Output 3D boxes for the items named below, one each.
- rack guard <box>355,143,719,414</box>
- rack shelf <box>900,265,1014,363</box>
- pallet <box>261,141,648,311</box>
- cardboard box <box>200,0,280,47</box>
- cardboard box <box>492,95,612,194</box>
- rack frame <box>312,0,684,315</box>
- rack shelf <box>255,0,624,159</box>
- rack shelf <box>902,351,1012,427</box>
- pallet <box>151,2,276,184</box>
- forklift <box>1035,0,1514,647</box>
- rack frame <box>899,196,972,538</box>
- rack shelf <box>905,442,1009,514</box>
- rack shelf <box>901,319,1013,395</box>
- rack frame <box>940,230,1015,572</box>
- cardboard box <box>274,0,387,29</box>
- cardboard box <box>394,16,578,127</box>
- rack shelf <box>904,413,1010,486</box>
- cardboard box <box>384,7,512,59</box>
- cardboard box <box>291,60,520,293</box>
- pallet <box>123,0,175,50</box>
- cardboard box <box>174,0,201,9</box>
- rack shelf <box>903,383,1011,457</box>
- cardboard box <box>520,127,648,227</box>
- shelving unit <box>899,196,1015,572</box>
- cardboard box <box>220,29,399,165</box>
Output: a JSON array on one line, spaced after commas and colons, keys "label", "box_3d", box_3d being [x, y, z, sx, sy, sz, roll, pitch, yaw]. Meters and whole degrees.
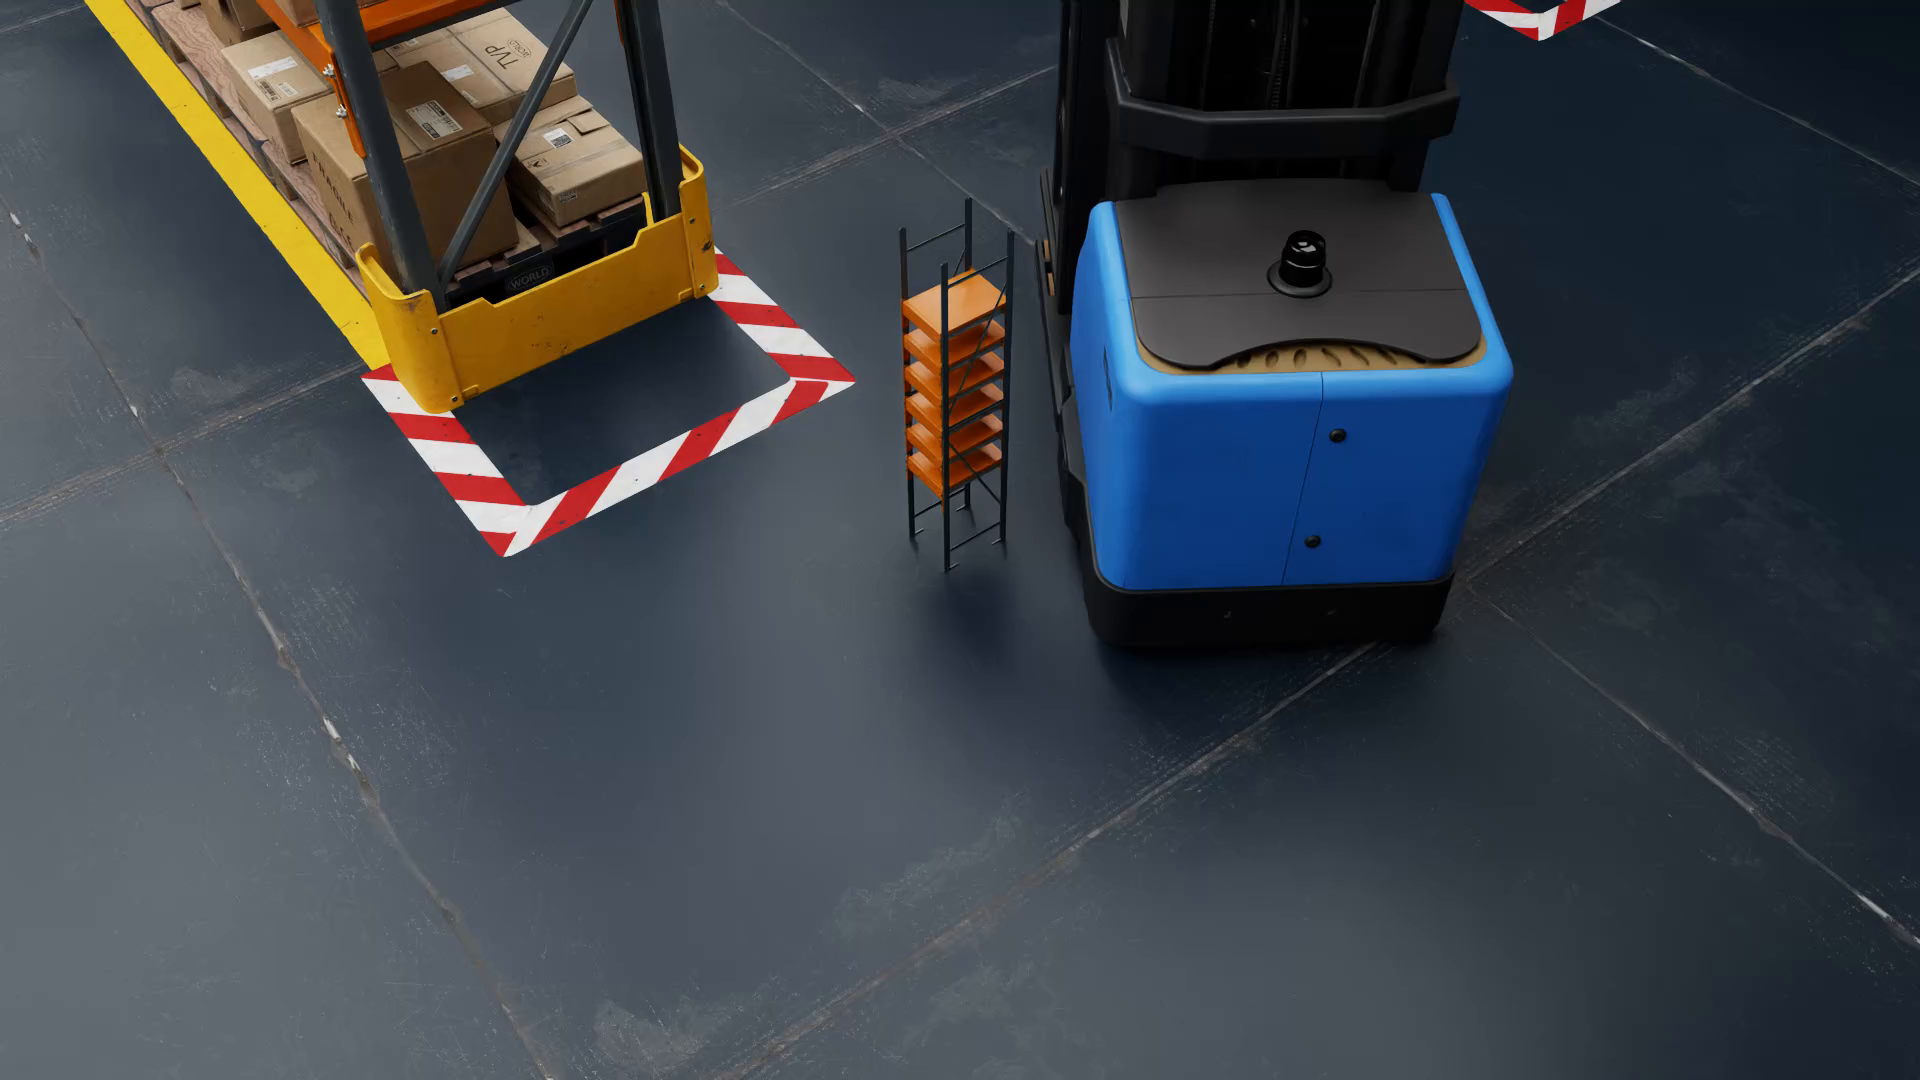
[{"label": "rack guard", "box_3d": [-1.428, -0.939, 5.763, 1.175, 0.500, 0.348, -29, 54, -24]}, {"label": "rack shelf", "box_3d": [-0.009, -0.623, 4.579, 0.258, 0.103, 0.180, -29, 54, -24]}, {"label": "pallet", "box_3d": [-1.911, -1.311, 6.296, 1.003, 0.211, 1.213, -29, 54, -24]}, {"label": "cardboard box", "box_3d": [-2.662, -2.296, 6.695, 0.797, 0.503, 0.637, -29, 54, -24]}, {"label": "cardboard box", "box_3d": [-1.513, -1.478, 6.181, 0.380, 0.166, 0.250, -29, 54, -24]}, {"label": "rack frame", "box_3d": [-1.382, -1.733, 4.797, 1.000, 3.000, 0.127, -29, 54, -24]}, {"label": "rack shelf", "box_3d": [-2.593, -2.671, 6.132, 1.077, 0.370, 4.000, -29, 54, -24]}, {"label": "rack shelf", "box_3d": [-0.009, -0.462, 4.757, 0.258, 0.103, 0.180, -29, 54, -24]}, {"label": "pallet", "box_3d": [-2.646, -2.030, 6.948, 1.003, 0.211, 1.213, -29, 54, -24]}, {"label": "forklift", "box_3d": [0.850, -1.758, 4.865, 1.130, 2.935, 3.031, -2, 48, -2]}, {"label": "rack frame", "box_3d": [-0.064, -0.465, 4.862, 0.240, 1.200, 0.006, -29, 54, -24]}, {"label": "rack shelf", "box_3d": [-0.009, -0.220, 5.024, 0.258, 0.103, 0.180, -29, 54, -24]}, {"label": "rack shelf", "box_3d": [-0.009, -0.543, 4.668, 0.258, 0.103, 0.180, -29, 54, -24]}, {"label": "rack frame", "box_3d": [0.047, -0.358, 4.764, 0.240, 1.200, 0.006, -29, 54, -24]}, {"label": "cardboard box", "box_3d": [-1.869, -1.909, 4.888, 0.500, 0.500, 0.500, -28, 54, -23]}, {"label": "cardboard box", "box_3d": [-1.788, -1.700, 6.326, 0.500, 0.250, 0.500, -29, 54, -24]}, {"label": "rack shelf", "box_3d": [-0.009, -0.301, 4.935, 0.258, 0.103, 0.180, -29, 54, -24]}, {"label": "cardboard box", "box_3d": [-2.091, -1.995, 6.593, 0.500, 0.250, 0.500, -29, 54, -24]}, {"label": "cardboard box", "box_3d": [-1.907, -1.252, 5.750, 0.500, 0.500, 0.500, -29, 54, -24]}, {"label": "pallet", "box_3d": [-3.389, -2.750, 7.601, 1.003, 0.211, 1.213, -29, 54, -24]}, {"label": "cardboard box", "box_3d": [-3.190, -2.438, 7.051, 0.380, 0.166, 0.250, -29, 54, -24]}, {"label": "rack shelf", "box_3d": [-0.009, -0.382, 4.846, 0.258, 0.103, 0.180, -29, 54, -24]}, {"label": "cardboard box", "box_3d": [-1.362, -1.325, 6.054, 0.380, 0.149, 0.250, -29, 54, -24]}, {"label": "shelving unit", "box_3d": [-0.009, -0.412, 4.813, 0.258, 1.200, 0.189, -29, 54, -24]}, {"label": "cardboard box", "box_3d": [-2.458, -1.741, 6.363, 0.500, 0.250, 0.500, -29, 54, -24]}]
